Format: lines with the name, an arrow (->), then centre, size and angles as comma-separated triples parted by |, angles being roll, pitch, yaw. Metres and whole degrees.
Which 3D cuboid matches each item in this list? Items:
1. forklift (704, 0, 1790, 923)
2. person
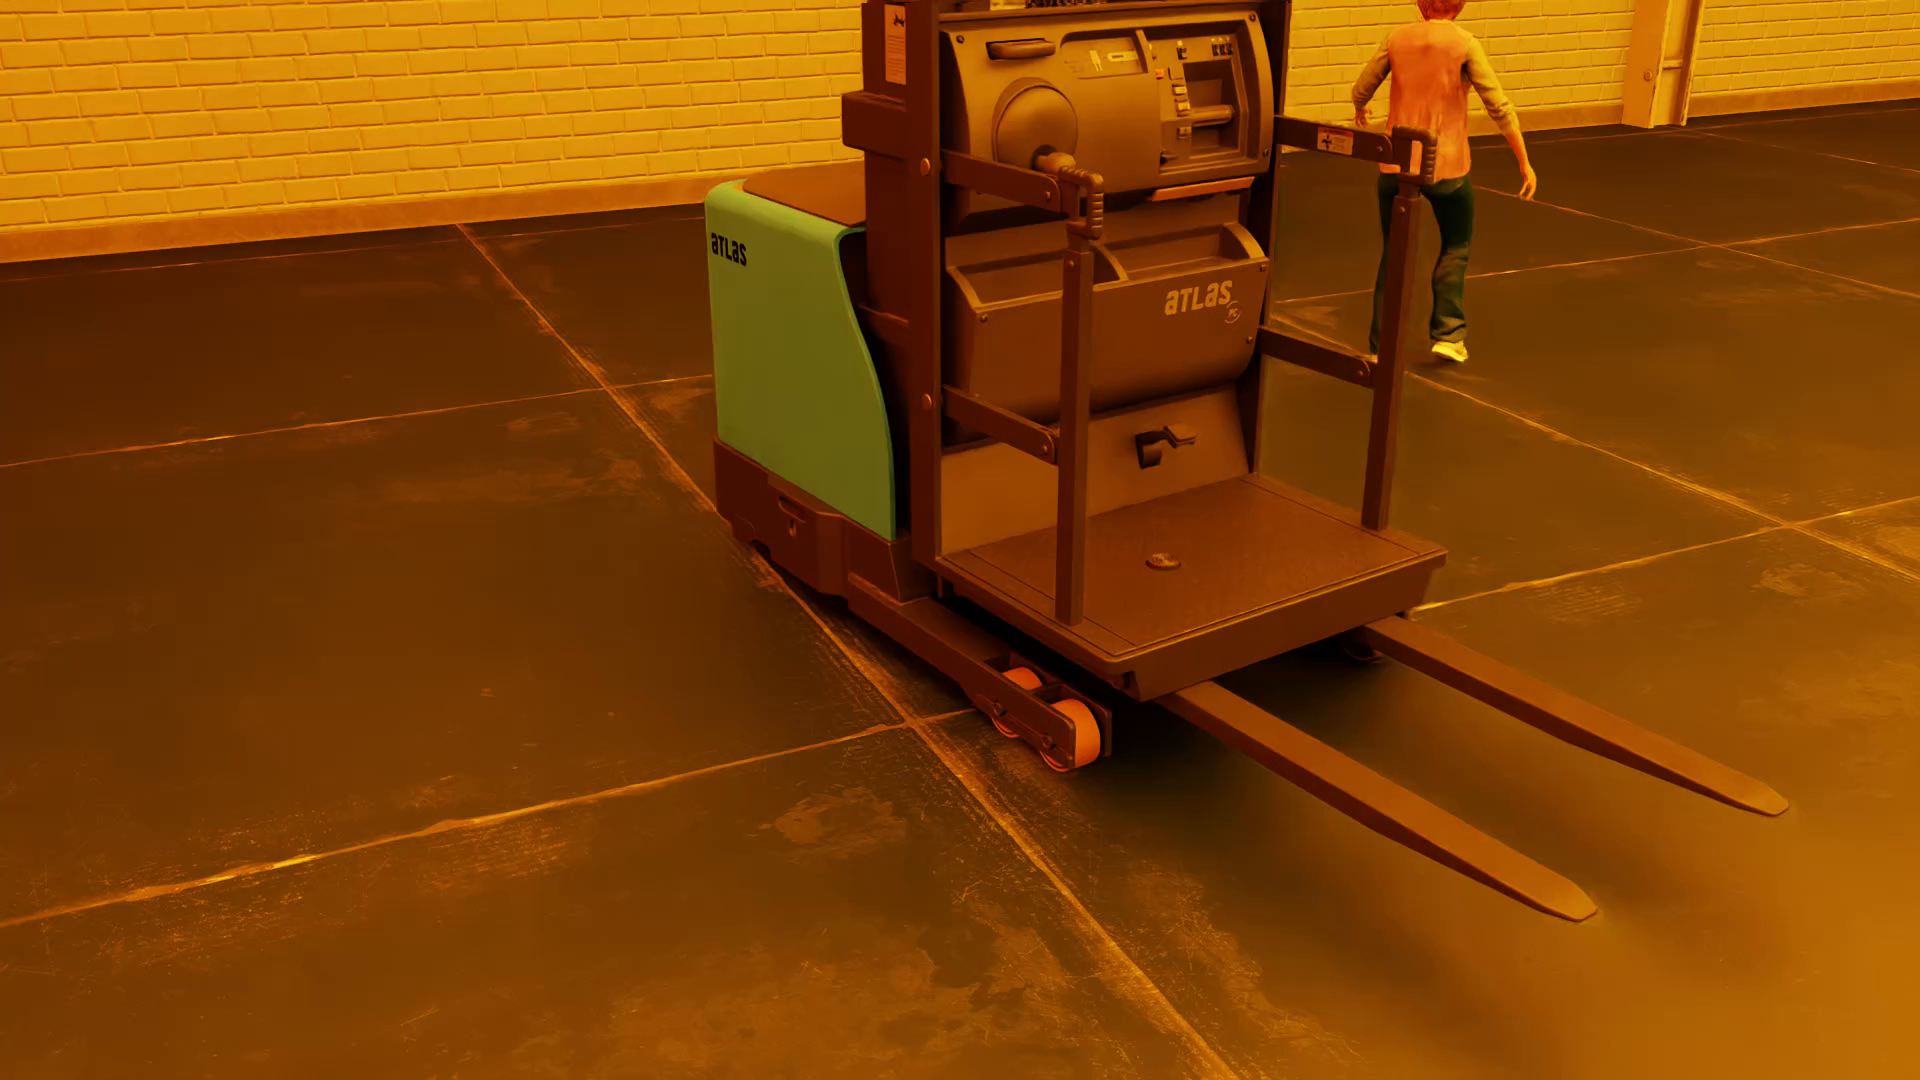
forklift -> 0.499, -1.030, 3.765 | 1.130, 2.935, 3.031 | -15, 27, -32
person -> 1.872, -1.437, 6.584 | 0.835, 1.607, 0.529 | 15, 27, 32
